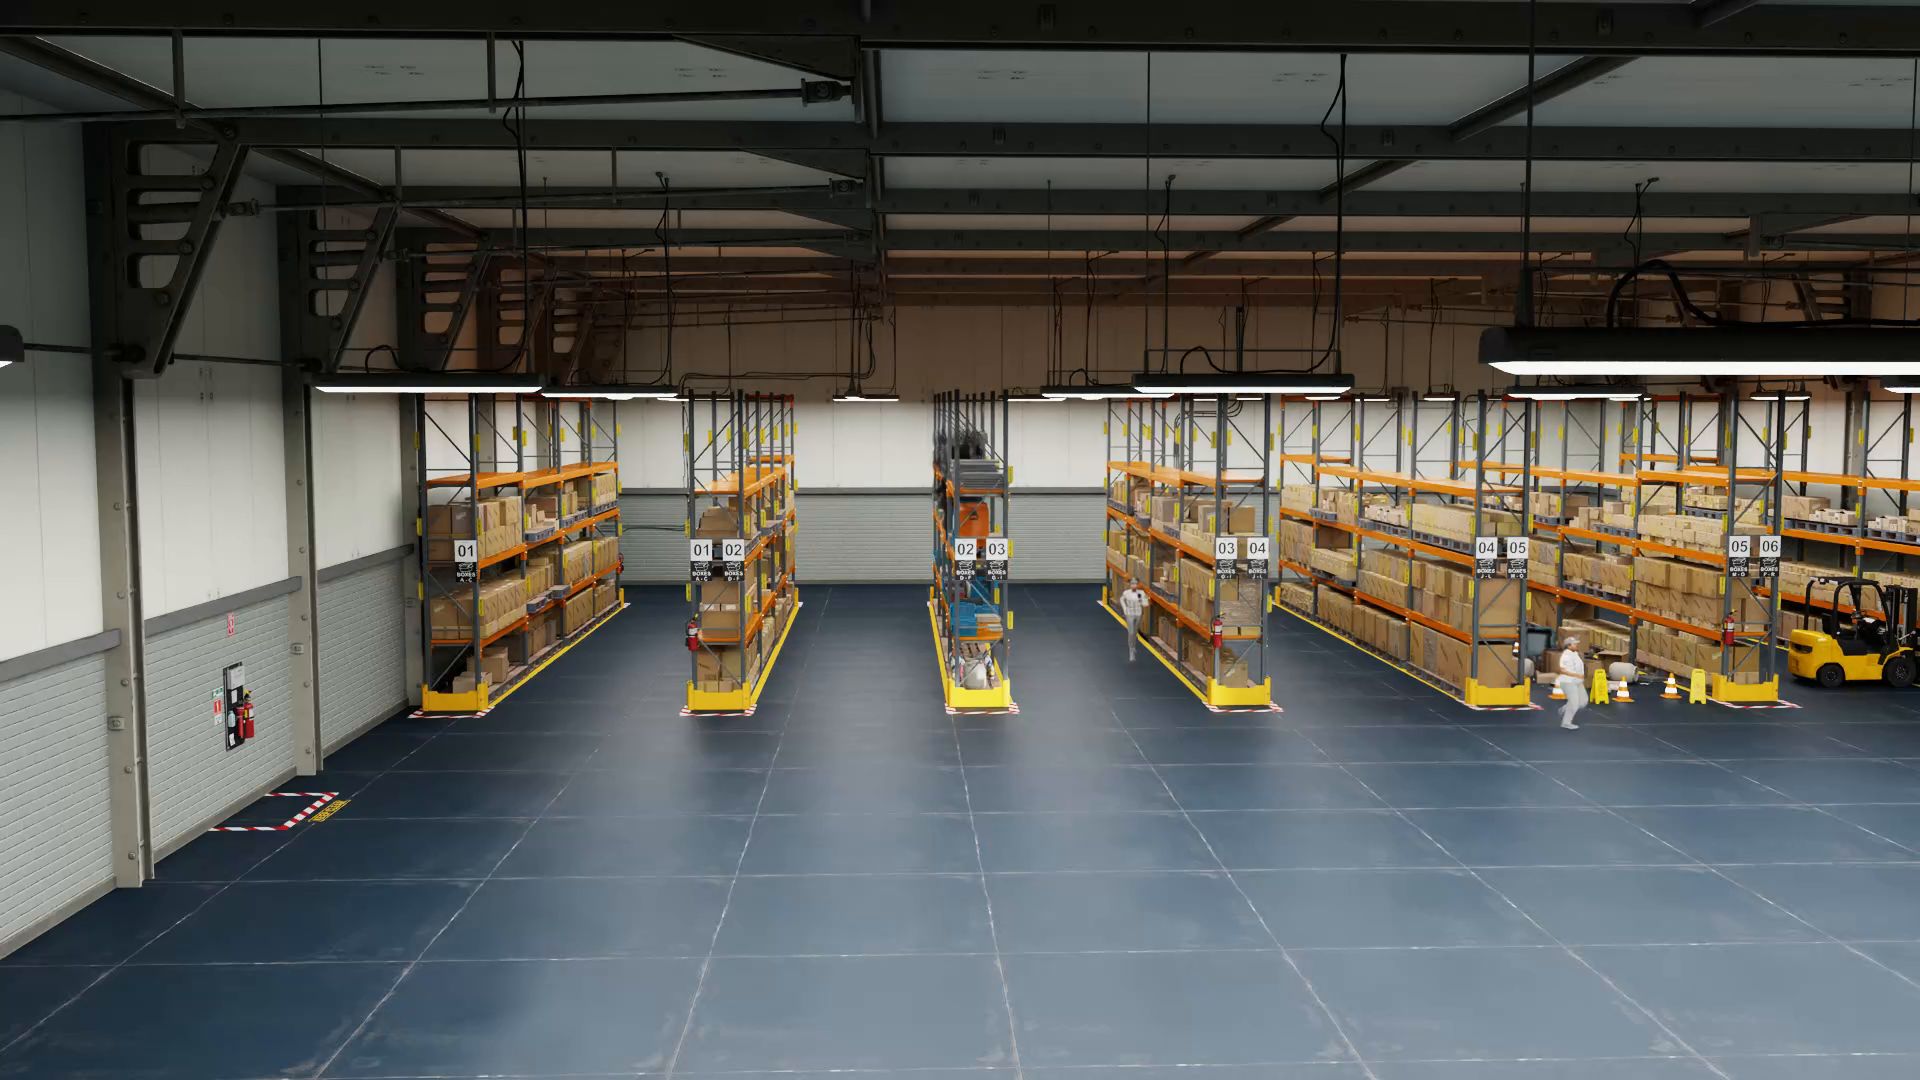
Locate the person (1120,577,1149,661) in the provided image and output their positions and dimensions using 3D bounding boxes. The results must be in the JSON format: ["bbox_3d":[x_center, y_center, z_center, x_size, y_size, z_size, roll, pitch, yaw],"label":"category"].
[{"bbox_3d":[3.768,1.678,35.816,0.584,1.777,0.731,0,5,-3],"label":"person"}]

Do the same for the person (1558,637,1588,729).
[{"bbox_3d":[10.816,2.519,29.365,0.565,1.619,0.601,4,6,43],"label":"person"}]

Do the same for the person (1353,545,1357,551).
[{"bbox_3d":[11.236,0.996,47.342,0.637,1.735,0.568,-1,5,-7],"label":"person"}]
